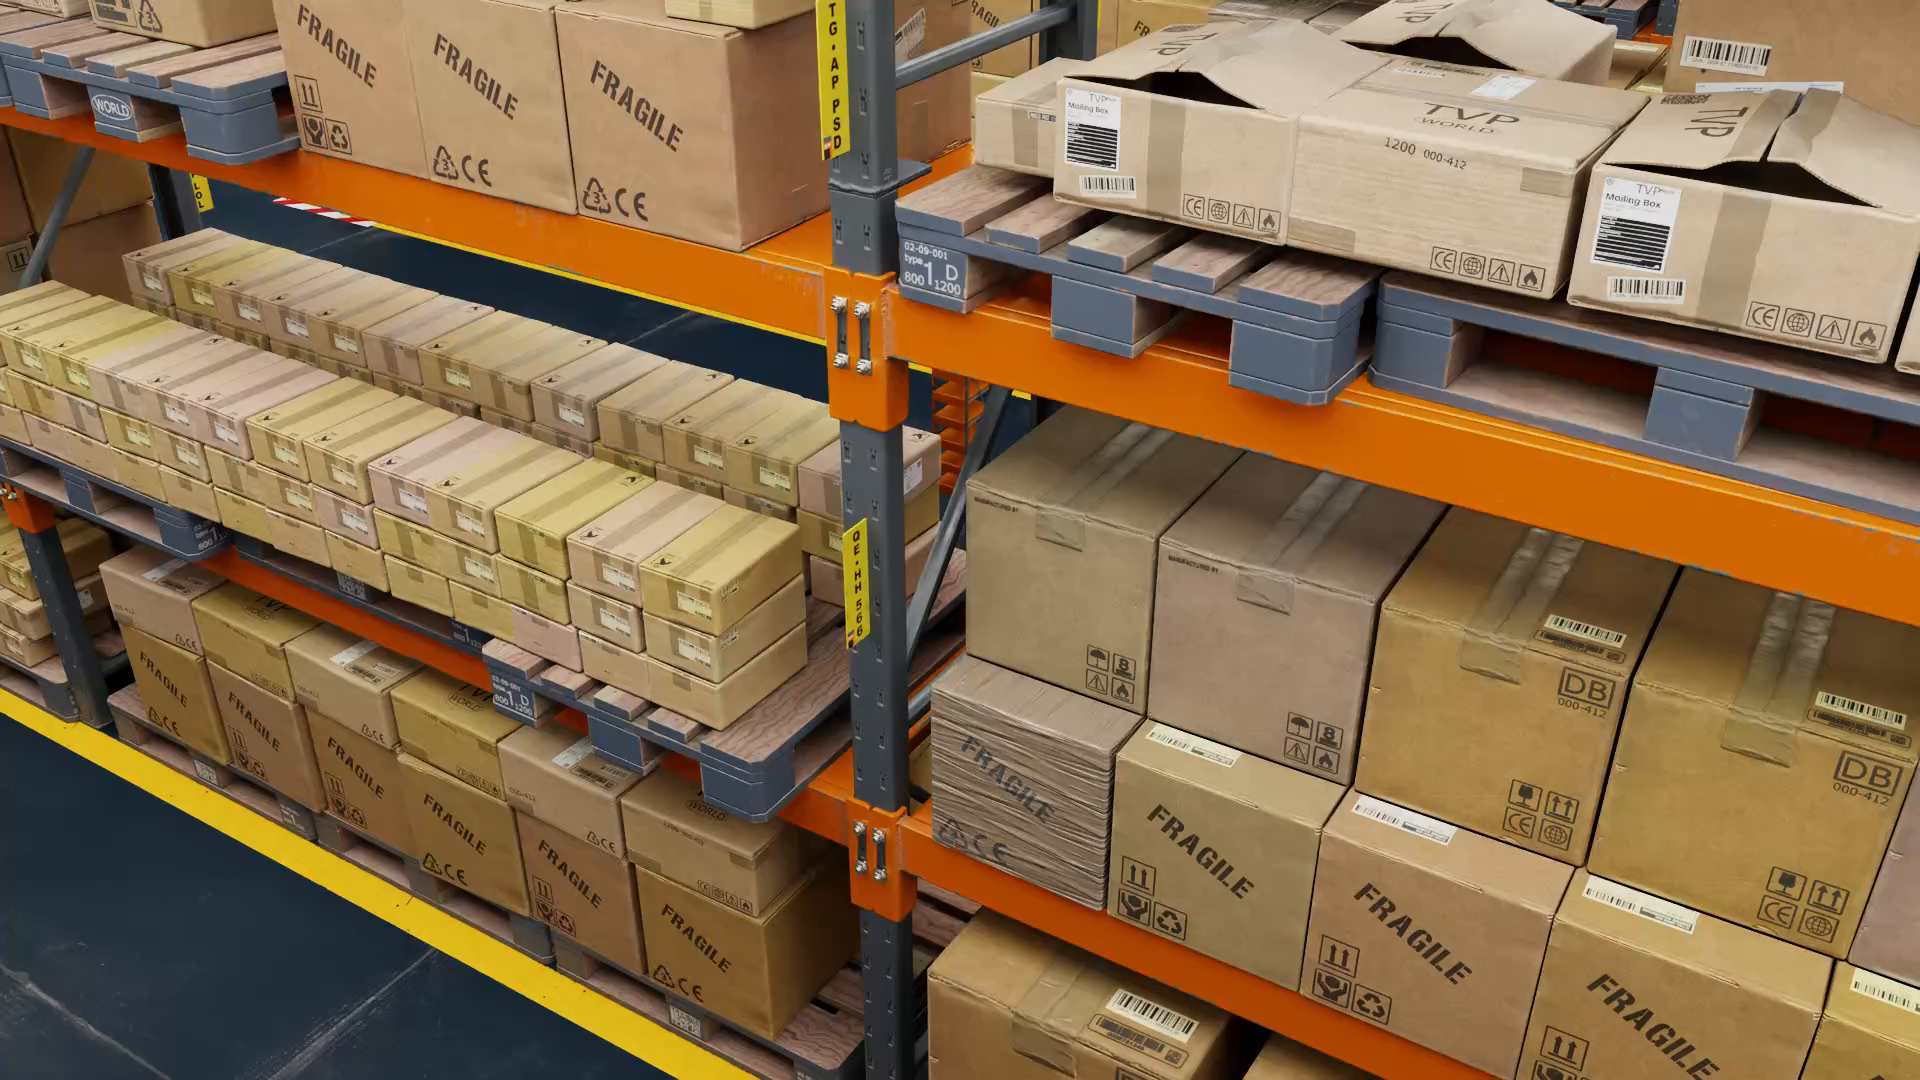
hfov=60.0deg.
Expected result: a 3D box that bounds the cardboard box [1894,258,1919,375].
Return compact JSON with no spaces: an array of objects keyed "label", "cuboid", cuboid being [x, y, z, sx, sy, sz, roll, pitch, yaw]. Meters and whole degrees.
[{"label":"cardboard box","cuboid":[1.819,-0.446,2.634,0.500,0.311,0.500,16,34,26]}]

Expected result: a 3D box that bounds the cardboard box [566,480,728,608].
[{"label":"cardboard box","cuboid":[-0.838,0.006,4.506,0.250,0.149,0.380,17,34,27]}]

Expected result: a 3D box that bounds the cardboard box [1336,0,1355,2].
[{"label":"cardboard box","cuboid":[1.866,-2.641,8.708,0.500,0.500,0.500,18,35,28]}]

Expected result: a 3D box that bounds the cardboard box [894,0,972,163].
[{"label":"cardboard box","cuboid":[-0.310,-1.266,4.367,0.500,0.500,0.500,18,35,27]}]

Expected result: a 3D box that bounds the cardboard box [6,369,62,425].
[{"label":"cardboard box","cuboid":[-3.046,-0.563,5.776,0.250,0.149,0.380,17,34,26]}]

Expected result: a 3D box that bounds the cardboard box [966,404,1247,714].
[{"label":"cardboard box","cuboid":[0.408,-0.011,4.201,0.500,0.500,0.700,17,34,27]}]

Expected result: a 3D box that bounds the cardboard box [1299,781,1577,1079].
[{"label":"cardboard box","cuboid":[1.128,0.802,3.799,0.500,0.500,0.500,18,35,27]}]

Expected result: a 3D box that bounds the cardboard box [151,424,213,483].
[{"label":"cardboard box","cuboid":[-2.377,-0.353,5.416,0.250,0.149,0.380,19,35,29]}]

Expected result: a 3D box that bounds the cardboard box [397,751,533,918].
[{"label":"cardboard box","cuboid":[-1.558,0.898,5.799,0.500,0.500,0.500,16,34,25]}]

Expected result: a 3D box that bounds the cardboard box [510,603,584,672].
[{"label":"cardboard box","cuboid":[-1.057,0.195,4.772,0.250,0.149,0.380,18,35,28]}]

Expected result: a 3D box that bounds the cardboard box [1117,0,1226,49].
[{"label":"cardboard box","cuboid":[1.146,-2.572,8.591,0.500,0.500,0.500,18,35,27]}]

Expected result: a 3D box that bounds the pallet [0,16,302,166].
[{"label":"pallet","cuboid":[-2.009,-1.459,4.984,1.003,0.211,1.213,18,35,27]}]

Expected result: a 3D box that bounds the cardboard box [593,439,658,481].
[{"label":"cardboard box","cuboid":[-0.942,-0.286,5.302,0.250,0.149,0.380,18,35,28]}]

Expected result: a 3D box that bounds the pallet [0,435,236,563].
[{"label":"pallet","cuboid":[-2.785,-0.382,6.119,1.213,0.211,1.003,18,35,27]}]

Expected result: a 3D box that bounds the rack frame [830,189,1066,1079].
[{"label":"rack frame","cuboid":[0.033,0.339,4.691,0.127,3.000,1.000,18,35,27]}]

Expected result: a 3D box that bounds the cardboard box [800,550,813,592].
[{"label":"cardboard box","cuboid":[-0.466,-0.011,5.125,0.250,0.149,0.380,19,35,30]}]

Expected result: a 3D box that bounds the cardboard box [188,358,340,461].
[{"label":"cardboard box","cuboid":[-2.170,-0.414,5.225,0.250,0.149,0.380,19,35,29]}]

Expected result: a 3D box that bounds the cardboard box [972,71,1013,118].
[{"label":"cardboard box","cuboid":[0.283,-2.511,9.229,0.500,0.250,0.500,18,35,28]}]

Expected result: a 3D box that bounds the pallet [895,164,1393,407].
[{"label":"pallet","cuboid":[0.606,-0.725,3.726,1.003,0.211,1.213,19,35,30]}]

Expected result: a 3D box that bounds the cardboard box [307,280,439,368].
[{"label":"cardboard box","cuboid":[-2.037,-0.759,5.816,0.250,0.149,0.380,16,34,26]}]

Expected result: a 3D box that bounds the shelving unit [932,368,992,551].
[{"label":"shelving unit","cuboid":[0.012,-0.514,7.941,0.189,1.200,0.258,18,35,27]}]

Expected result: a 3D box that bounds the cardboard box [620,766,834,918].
[{"label":"cardboard box","cuboid":[-0.686,0.843,5.149,0.500,0.250,0.500,17,34,26]}]

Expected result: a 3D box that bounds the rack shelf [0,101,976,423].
[{"label":"rack shelf","cuboid":[-1.661,-1.181,5.035,4.000,0.370,1.077,18,35,27]}]

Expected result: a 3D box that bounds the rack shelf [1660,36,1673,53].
[{"label":"rack shelf","cuboid":[6.908,-3.073,11.255,4.000,0.370,1.077,18,35,27]}]

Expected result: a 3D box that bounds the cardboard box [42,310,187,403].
[{"label":"cardboard box","cuboid":[-2.811,-0.618,5.575,0.250,0.149,0.380,18,35,28]}]

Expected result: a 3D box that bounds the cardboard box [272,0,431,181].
[{"label":"cardboard box","cuboid":[-1.438,-1.308,4.439,0.500,0.500,0.500,18,35,27]}]

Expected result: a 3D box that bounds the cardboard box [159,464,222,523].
[{"label":"cardboard box","cuboid":[-2.391,-0.227,5.495,0.250,0.149,0.380,16,34,25]}]

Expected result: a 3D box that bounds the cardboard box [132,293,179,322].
[{"label":"cardboard box","cuboid":[-2.913,-0.911,6.373,0.250,0.149,0.380,19,35,29]}]

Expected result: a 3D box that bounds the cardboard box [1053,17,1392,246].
[{"label":"cardboard box","cuboid":[0.529,-0.854,3.334,0.500,0.311,0.500,18,35,27]}]

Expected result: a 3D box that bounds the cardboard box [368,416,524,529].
[{"label":"cardboard box","cuboid":[-1.489,-0.202,4.861,0.250,0.149,0.380,18,35,27]}]

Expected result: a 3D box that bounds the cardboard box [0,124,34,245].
[{"label":"cardboard box","cuboid":[-3.897,-1.346,6.194,0.500,0.500,0.500,16,34,26]}]

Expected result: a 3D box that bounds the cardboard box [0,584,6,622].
[{"label":"cardboard box","cuboid":[-4.027,0.173,7.093,0.250,0.149,0.380,16,34,25]}]

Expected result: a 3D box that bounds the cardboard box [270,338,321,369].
[{"label":"cardboard box","cuboid":[-2.247,-0.702,6.014,0.250,0.149,0.380,16,34,26]}]

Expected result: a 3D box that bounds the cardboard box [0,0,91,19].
[{"label":"cardboard box","cuboid":[-2.722,-1.845,5.131,0.500,0.311,0.500,17,34,27]}]

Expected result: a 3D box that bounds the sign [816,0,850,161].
[{"label":"sign","cuboid":[-0.258,-0.948,3.409,0.005,0.325,0.100,18,35,27]}]

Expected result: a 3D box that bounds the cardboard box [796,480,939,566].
[{"label":"cardboard box","cuboid":[-0.270,-0.077,4.943,0.250,0.149,0.380,19,35,29]}]

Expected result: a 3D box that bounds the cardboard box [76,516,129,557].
[{"label":"cardboard box","cuboid":[-3.754,-0.074,7.517,0.250,0.149,0.380,18,35,28]}]

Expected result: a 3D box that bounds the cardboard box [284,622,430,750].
[{"label":"cardboard box","cuboid":[-1.988,0.433,5.851,0.500,0.250,0.500,19,35,29]}]

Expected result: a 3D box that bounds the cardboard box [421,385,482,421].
[{"label":"cardboard box","cuboid":[-1.592,-0.492,5.654,0.250,0.149,0.380,19,35,29]}]

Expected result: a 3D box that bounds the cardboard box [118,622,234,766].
[{"label":"cardboard box","cuboid":[-2.870,0.477,6.519,0.500,0.500,0.500,19,35,29]}]

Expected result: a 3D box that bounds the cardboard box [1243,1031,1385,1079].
[{"label":"cardboard box","cuboid":[1.243,1.564,4.408,0.750,0.750,1.050,18,35,28]}]

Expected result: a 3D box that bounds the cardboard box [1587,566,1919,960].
[{"label":"cardboard box","cuboid":[1.705,0.397,3.501,0.500,0.500,0.700,17,34,27]}]

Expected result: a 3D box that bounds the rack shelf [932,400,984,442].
[{"label":"rack shelf","cuboid":[0.012,-0.580,7.903,0.180,0.103,0.258,18,35,27]}]

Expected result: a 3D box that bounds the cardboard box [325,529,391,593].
[{"label":"cardboard box","cuboid":[-1.713,-0.015,5.132,0.250,0.149,0.380,19,35,29]}]

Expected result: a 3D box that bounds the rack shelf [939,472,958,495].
[{"label":"rack shelf","cuboid":[0.012,-0.269,8.084,0.180,0.103,0.258,18,35,27]}]

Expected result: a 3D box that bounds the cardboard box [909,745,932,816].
[{"label":"cardboard box","cuboid":[-0.431,0.939,5.727,0.500,0.500,0.500,16,34,25]}]

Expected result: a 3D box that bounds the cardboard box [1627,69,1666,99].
[{"label":"cardboard box","cuboid":[3.282,-1.797,7.543,0.500,0.500,0.500,20,35,30]}]

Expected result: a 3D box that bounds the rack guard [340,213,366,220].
[{"label":"rack guard","cuboid":[-4.218,-2.870,12.674,0.348,0.500,1.175,18,35,27]}]

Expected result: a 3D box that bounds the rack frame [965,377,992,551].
[{"label":"rack frame","cuboid":[0.090,-0.490,7.899,0.006,1.200,0.240,18,35,27]}]

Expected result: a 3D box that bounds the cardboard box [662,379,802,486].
[{"label":"cardboard box","cuboid":[-0.690,-0.335,5.090,0.250,0.149,0.380,17,34,27]}]

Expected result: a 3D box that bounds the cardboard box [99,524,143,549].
[{"label":"cardboard box","cuboid":[-3.537,-0.120,7.301,0.250,0.149,0.380,19,35,29]}]

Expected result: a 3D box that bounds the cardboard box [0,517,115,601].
[{"label":"cardboard box","cuboid":[-3.795,0.077,6.964,0.250,0.149,0.380,19,35,29]}]

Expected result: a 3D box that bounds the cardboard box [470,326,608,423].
[{"label":"cardboard box","cuboid":[-1.370,-0.548,5.455,0.250,0.149,0.380,19,35,29]}]

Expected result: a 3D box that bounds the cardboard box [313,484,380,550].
[{"label":"cardboard box","cuboid":[-1.722,-0.145,5.058,0.250,0.149,0.380,19,35,29]}]

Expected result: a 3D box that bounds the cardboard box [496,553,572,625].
[{"label":"cardboard box","cuboid":[-1.079,0.060,4.708,0.250,0.149,0.380,18,35,28]}]

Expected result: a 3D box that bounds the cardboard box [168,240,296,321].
[{"label":"cardboard box","cuboid":[-2.683,-0.966,6.172,0.250,0.149,0.380,16,34,26]}]

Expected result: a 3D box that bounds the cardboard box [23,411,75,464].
[{"label":"cardboard box","cuboid":[-3.028,-0.431,5.845,0.250,0.149,0.380,18,35,28]}]

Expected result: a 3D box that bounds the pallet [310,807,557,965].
[{"label":"pallet","cuboid":[-1.658,1.007,6.315,1.213,0.211,1.003,18,35,27]}]
